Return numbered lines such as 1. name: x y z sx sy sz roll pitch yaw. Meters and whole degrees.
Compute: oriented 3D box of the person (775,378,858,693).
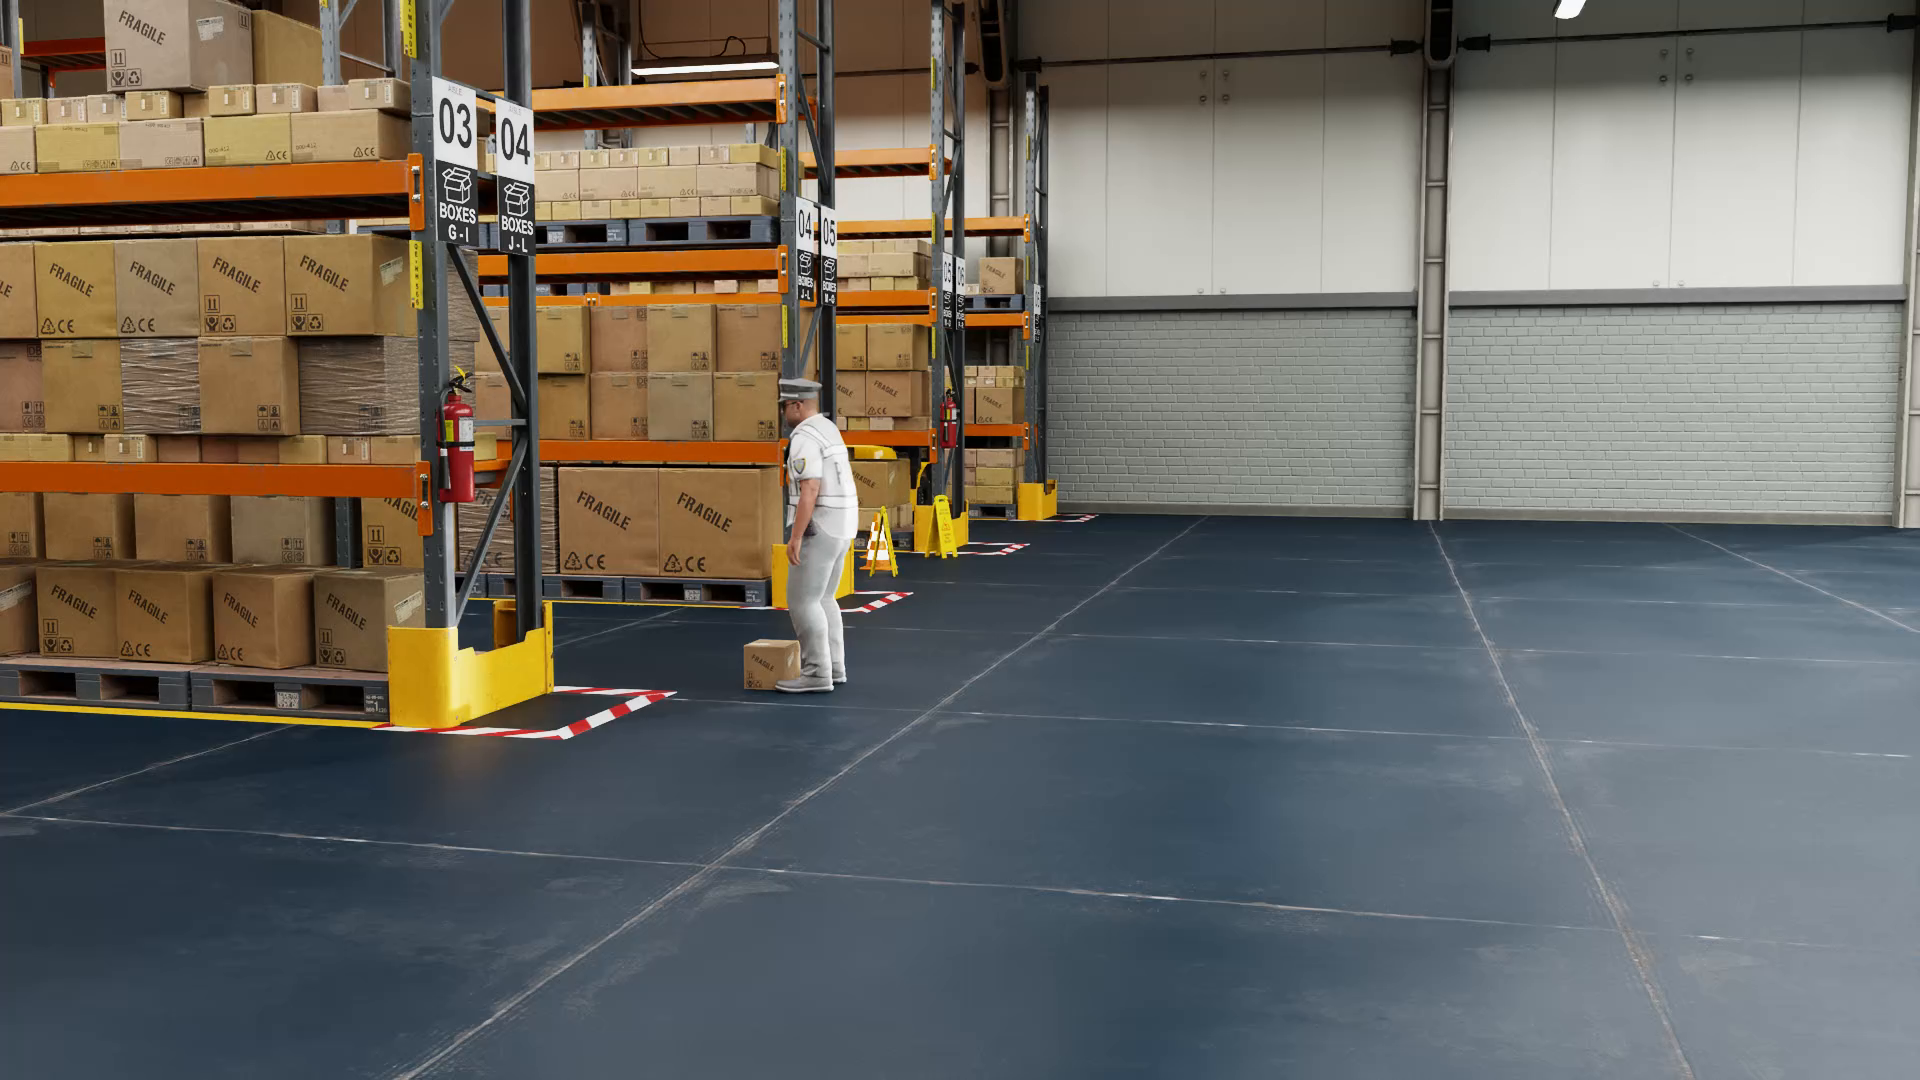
1. person: -0.804 -0.032 9.352 0.435 1.748 0.590 1 5 13
